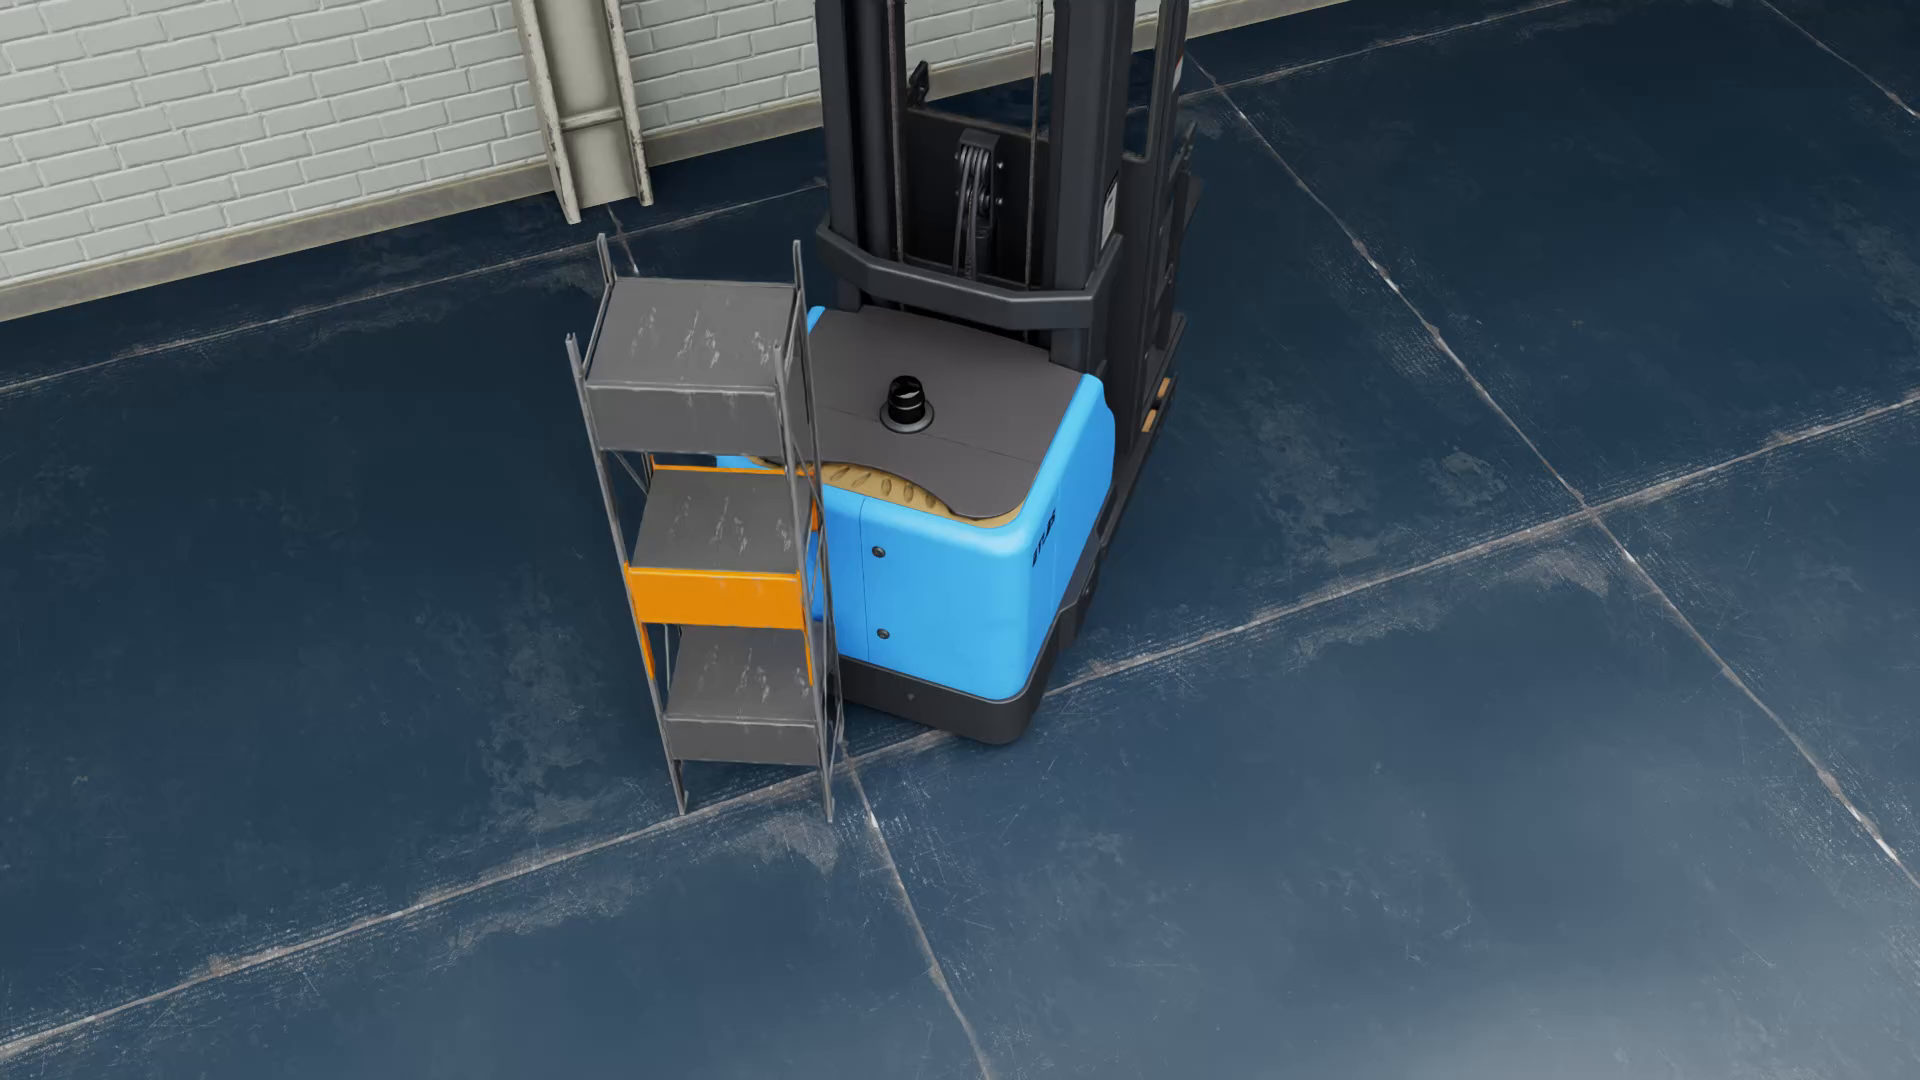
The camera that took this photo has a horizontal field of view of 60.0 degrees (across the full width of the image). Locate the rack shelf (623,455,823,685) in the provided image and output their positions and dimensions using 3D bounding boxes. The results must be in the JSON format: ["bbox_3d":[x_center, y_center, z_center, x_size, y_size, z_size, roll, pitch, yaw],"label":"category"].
[{"bbox_3d":[-0.658,0.091,4.806,0.480,0.518,0.431,2,49,2],"label":"rack shelf"}]

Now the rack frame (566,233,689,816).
[{"bbox_3d":[-0.902,0.072,4.804,0.015,2.100,0.400,2,49,2],"label":"rack frame"}]

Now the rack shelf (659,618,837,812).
[{"bbox_3d":[-0.658,0.547,5.337,0.480,0.518,0.431,2,49,2],"label":"rack shelf"}]

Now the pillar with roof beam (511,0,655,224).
[{"bbox_3d":[-0.003,-1.489,1.597,0.400,9.000,9.100,-17,52,-14],"label":"pillar with roof beam"}]

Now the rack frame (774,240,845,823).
[{"bbox_3d":[-0.415,0.092,4.787,0.015,2.100,0.400,2,49,2],"label":"rack frame"}]

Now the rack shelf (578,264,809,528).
[{"bbox_3d":[-0.658,-0.365,4.275,0.480,0.518,0.431,2,49,2],"label":"rack shelf"}]

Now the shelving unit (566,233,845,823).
[{"bbox_3d":[-0.658,0.082,4.796,0.503,2.100,0.431,2,49,2],"label":"shelving unit"}]

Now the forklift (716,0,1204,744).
[{"bbox_3d":[0.226,-1.415,5.533,1.130,2.935,3.031,16,51,13],"label":"forklift"}]
